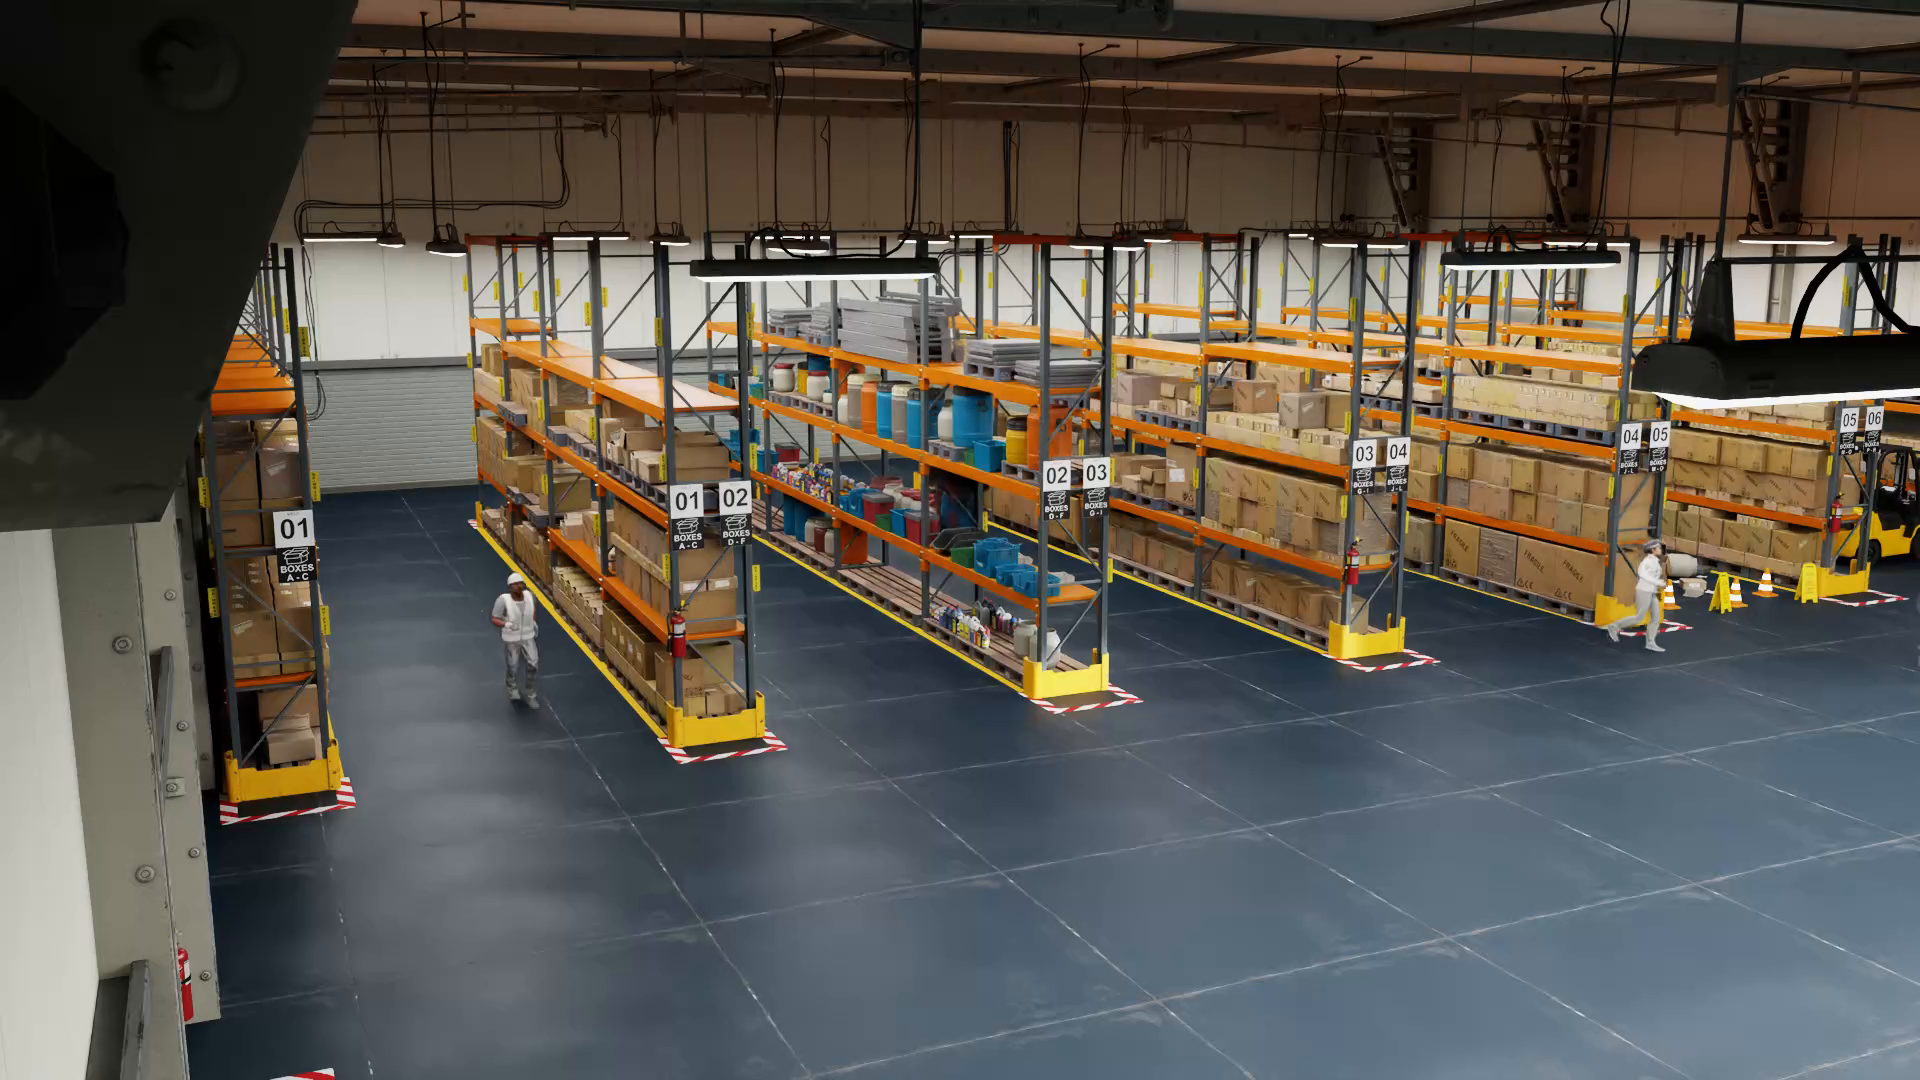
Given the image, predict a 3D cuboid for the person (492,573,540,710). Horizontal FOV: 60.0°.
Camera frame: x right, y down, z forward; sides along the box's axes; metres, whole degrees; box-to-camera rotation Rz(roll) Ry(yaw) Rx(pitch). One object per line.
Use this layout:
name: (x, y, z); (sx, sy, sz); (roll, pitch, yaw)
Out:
person: (-5.768, 1.330, 21.673); (0.644, 1.836, 0.763); (-6, 13, -29)

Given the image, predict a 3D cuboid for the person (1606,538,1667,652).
person: (10.195, 0.781, 24.834); (0.851, 1.646, 0.642); (7, 13, 33)
